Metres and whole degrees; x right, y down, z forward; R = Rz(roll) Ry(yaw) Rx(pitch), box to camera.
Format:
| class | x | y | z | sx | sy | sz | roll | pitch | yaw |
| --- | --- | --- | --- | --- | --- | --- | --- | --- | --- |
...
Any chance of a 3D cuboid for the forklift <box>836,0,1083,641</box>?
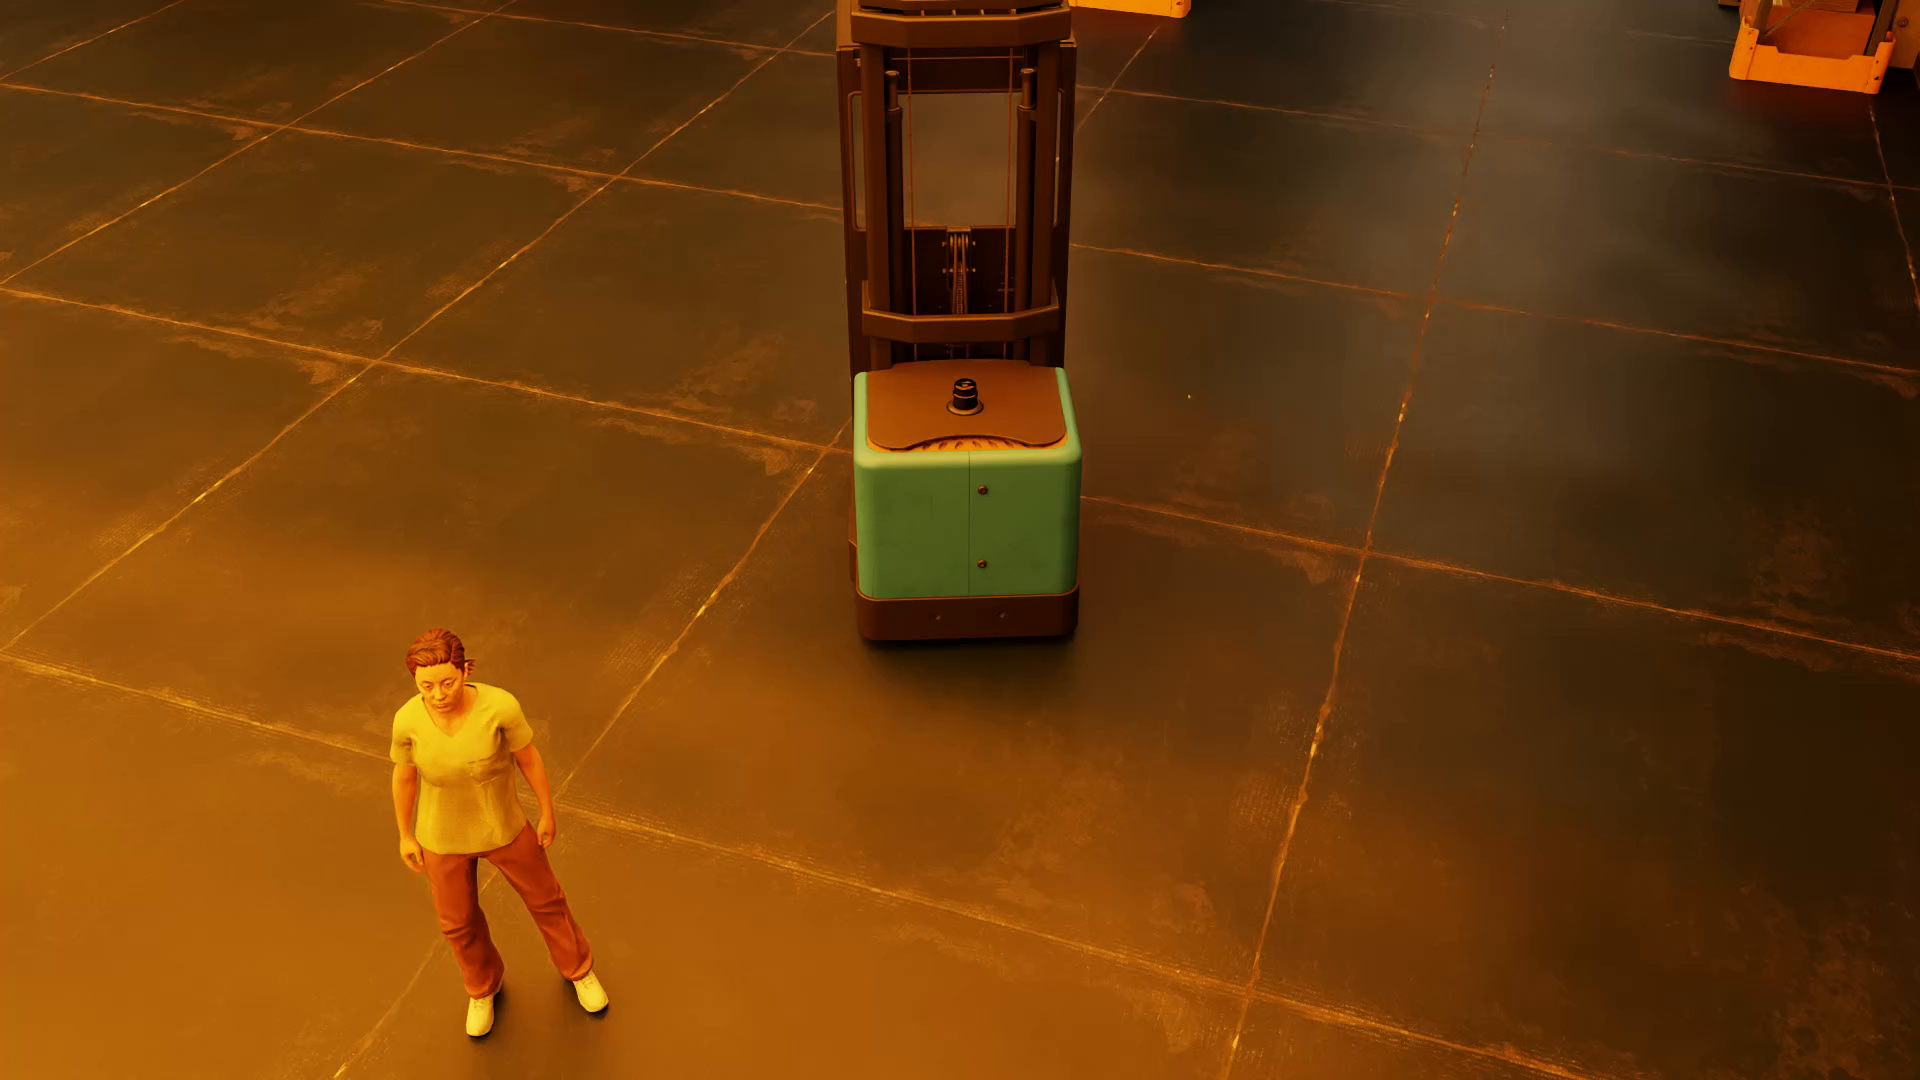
| class | x | y | z | sx | sy | sz | roll | pitch | yaw |
| --- | --- | --- | --- | --- | --- | --- | --- | --- | --- |
| forklift | -0.029 | -1.547 | 8.293 | 1.130 | 2.935 | 3.031 | -2 | 35 | -2 |

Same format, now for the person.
| class | x | y | z | sx | sy | sz | roll | pitch | yaw |
| --- | --- | --- | --- | --- | --- | --- | --- | --- | --- |
| person | -1.638 | 1.008 | 5.775 | 0.596 | 1.675 | 0.402 | -9 | 36 | -12 |
